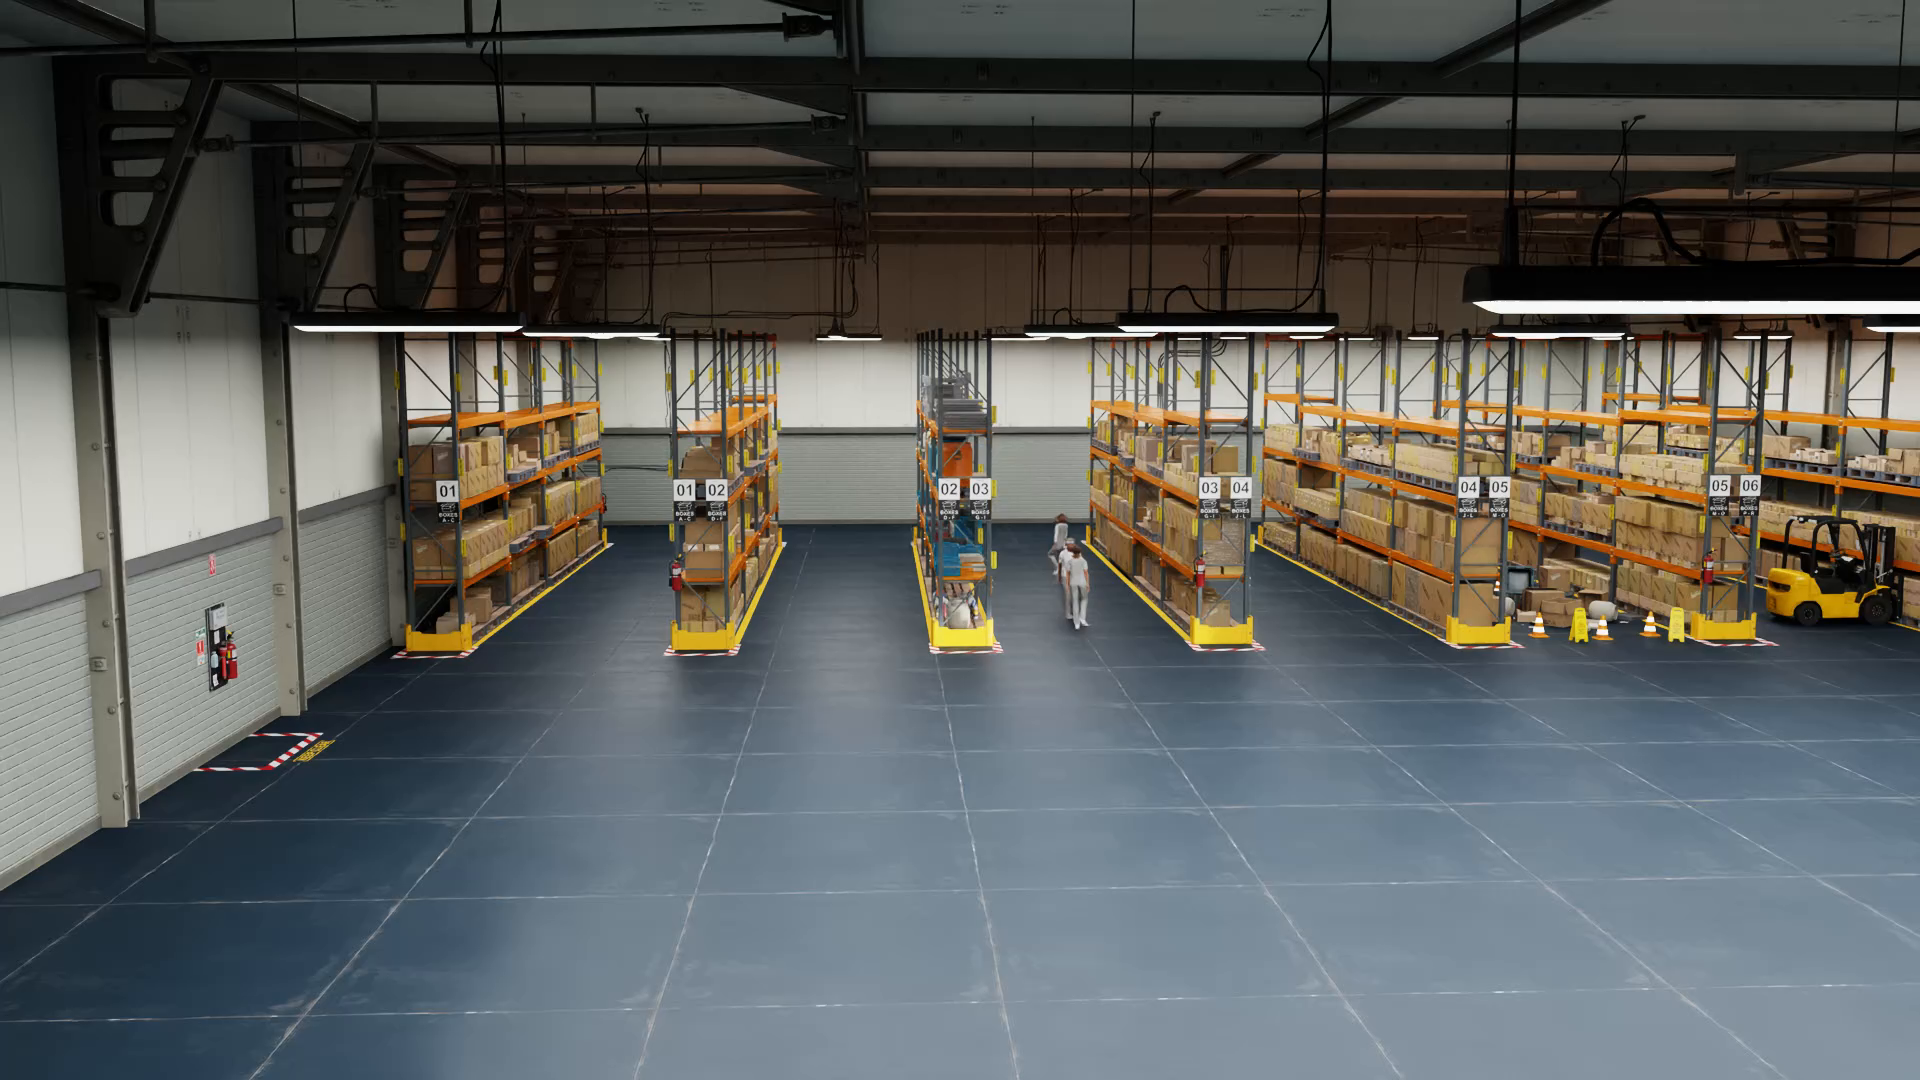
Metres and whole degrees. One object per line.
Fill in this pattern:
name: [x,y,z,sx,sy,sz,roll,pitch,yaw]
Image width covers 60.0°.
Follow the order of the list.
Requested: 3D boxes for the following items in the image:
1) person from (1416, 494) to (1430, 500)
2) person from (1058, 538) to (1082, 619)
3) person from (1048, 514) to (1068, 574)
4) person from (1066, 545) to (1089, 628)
person: [14.099,-1.085,50.432,1.141,1.730,0.587,-2,7,-19]
person: [2.336,0.775,34.970,0.534,1.680,0.794,0,7,-4]
person: [2.388,0.093,39.841,0.462,1.461,0.504,-4,8,-32]
person: [2.370,0.951,33.555,0.484,1.678,0.527,1,7,5]
